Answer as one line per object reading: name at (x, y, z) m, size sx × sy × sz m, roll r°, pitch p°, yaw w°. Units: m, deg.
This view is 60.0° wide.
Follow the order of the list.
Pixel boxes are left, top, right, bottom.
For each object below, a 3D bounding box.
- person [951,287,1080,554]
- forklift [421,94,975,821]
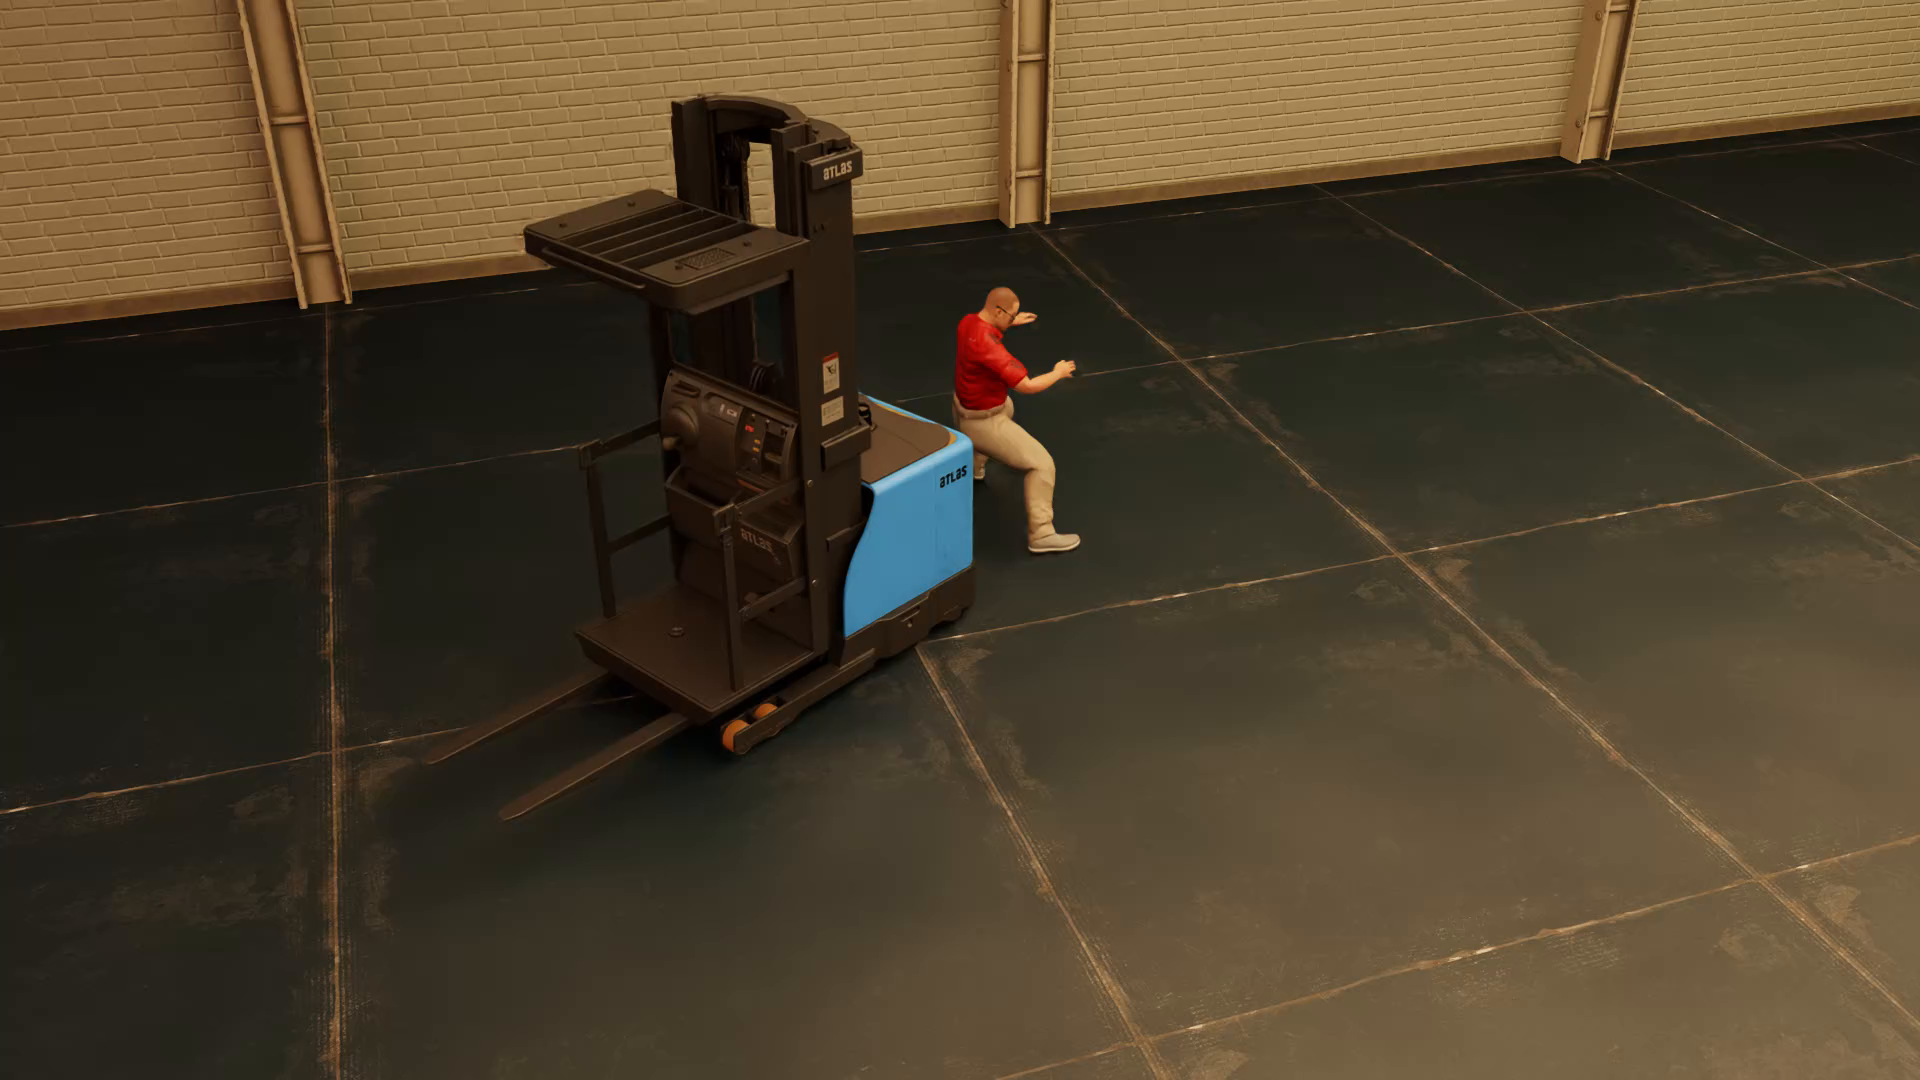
person at (0.306, -0.825, 9.956) m, size 0.700 × 1.498 × 1.135 m, roll -8°, pitch 31°, yaw -13°
forklift at (-1.270, -0.500, 7.957) m, size 1.130 × 2.935 × 3.031 m, roll 24°, pitch 38°, yaw 35°
